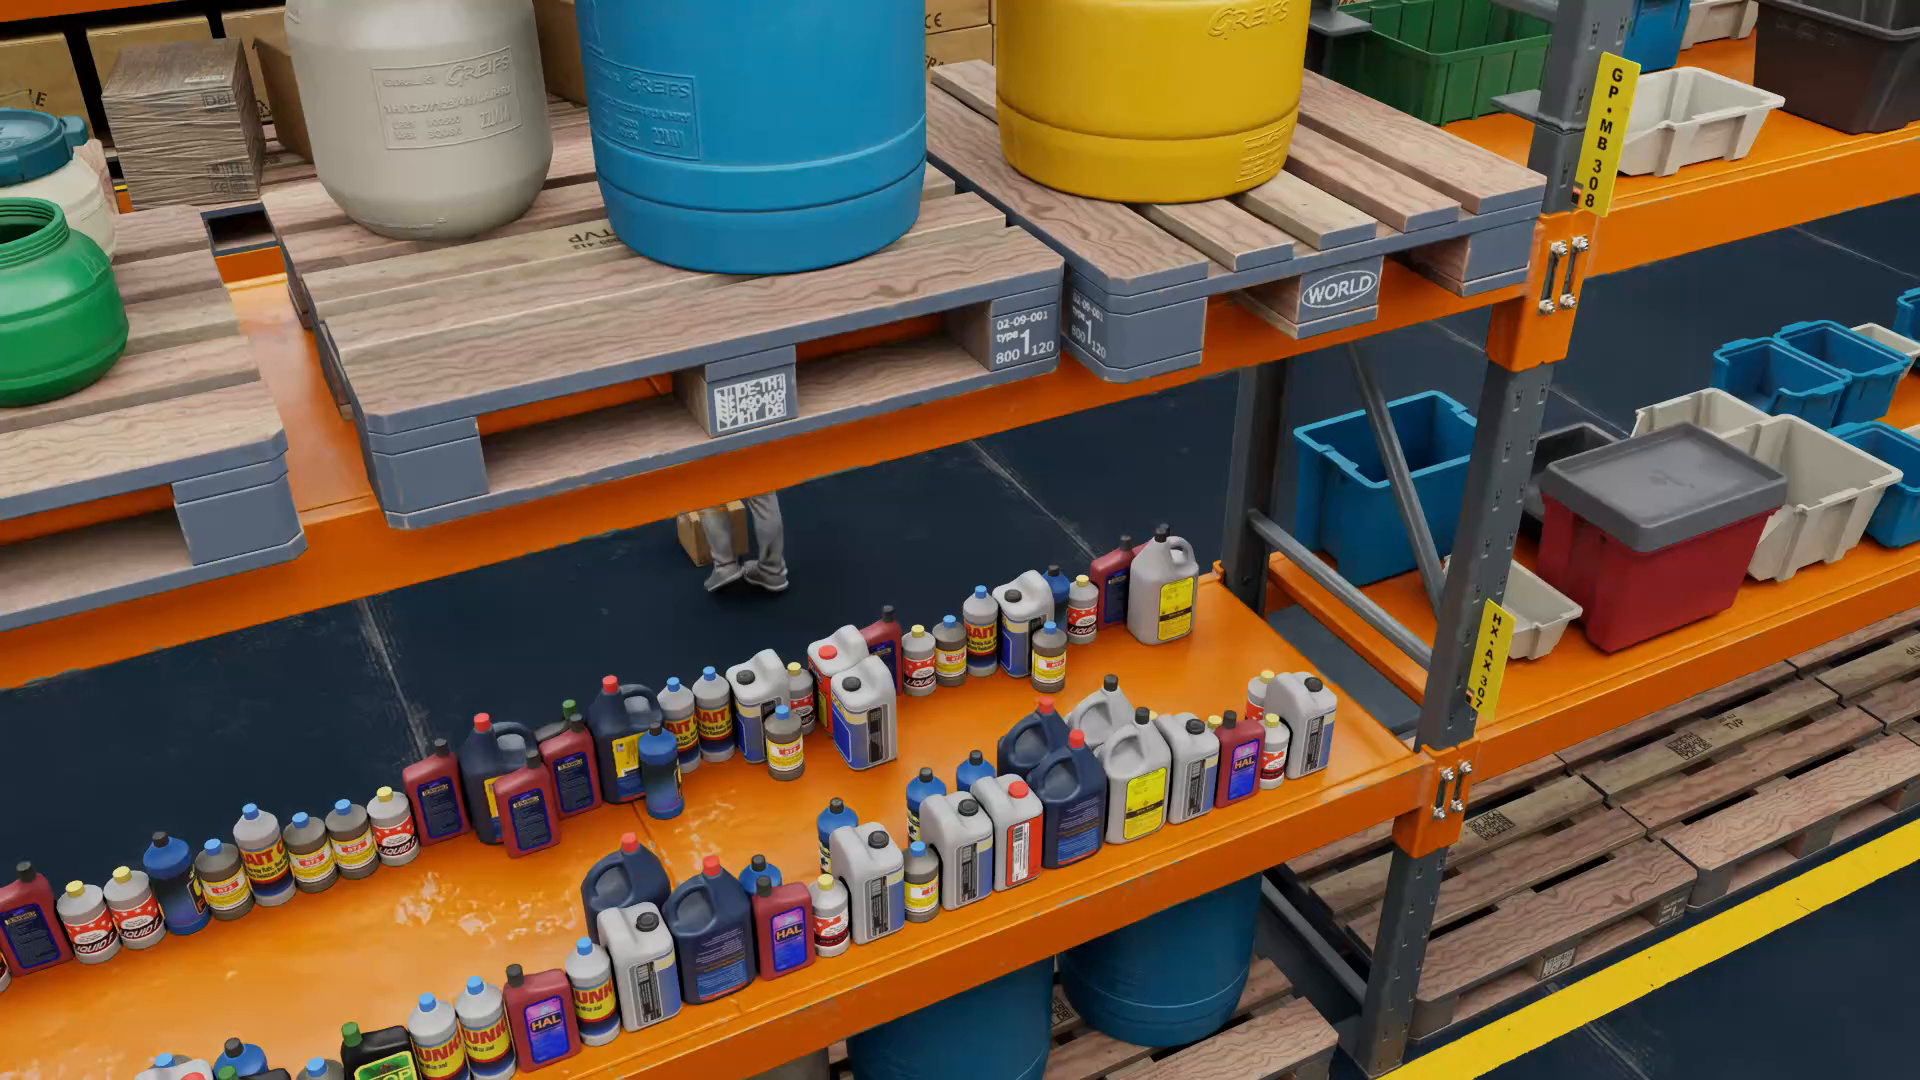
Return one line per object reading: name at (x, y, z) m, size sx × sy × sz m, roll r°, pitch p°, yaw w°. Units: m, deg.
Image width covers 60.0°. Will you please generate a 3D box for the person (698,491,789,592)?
person at (-0.920, -0.442, 6.828) m, size 0.528 × 1.747 × 0.472 m, roll -20°, pitch 38°, yaw -27°
